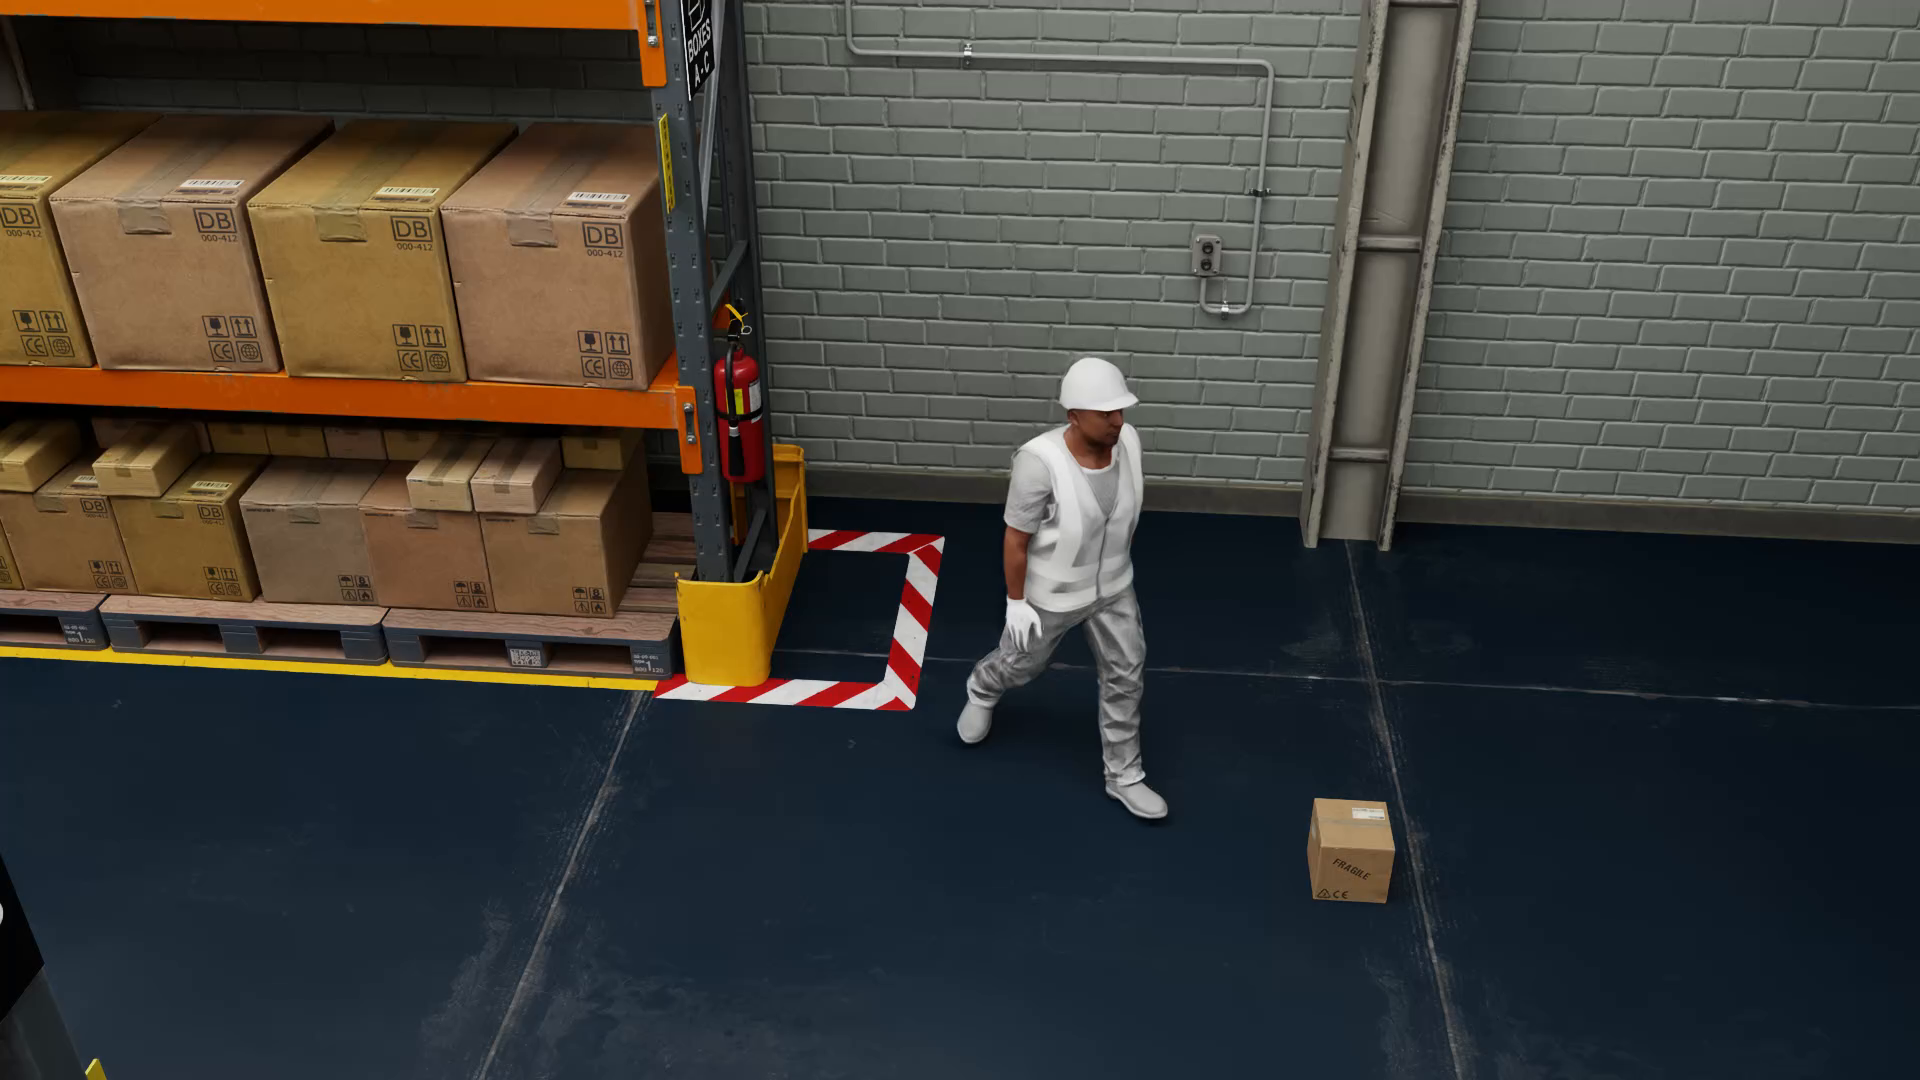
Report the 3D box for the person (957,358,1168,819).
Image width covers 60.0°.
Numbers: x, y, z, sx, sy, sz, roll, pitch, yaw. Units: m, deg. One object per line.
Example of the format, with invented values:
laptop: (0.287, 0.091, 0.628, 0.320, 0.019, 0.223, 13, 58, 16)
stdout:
person: (0.369, 0.137, 5.901, 0.566, 1.765, 0.926, -15, 35, -23)
